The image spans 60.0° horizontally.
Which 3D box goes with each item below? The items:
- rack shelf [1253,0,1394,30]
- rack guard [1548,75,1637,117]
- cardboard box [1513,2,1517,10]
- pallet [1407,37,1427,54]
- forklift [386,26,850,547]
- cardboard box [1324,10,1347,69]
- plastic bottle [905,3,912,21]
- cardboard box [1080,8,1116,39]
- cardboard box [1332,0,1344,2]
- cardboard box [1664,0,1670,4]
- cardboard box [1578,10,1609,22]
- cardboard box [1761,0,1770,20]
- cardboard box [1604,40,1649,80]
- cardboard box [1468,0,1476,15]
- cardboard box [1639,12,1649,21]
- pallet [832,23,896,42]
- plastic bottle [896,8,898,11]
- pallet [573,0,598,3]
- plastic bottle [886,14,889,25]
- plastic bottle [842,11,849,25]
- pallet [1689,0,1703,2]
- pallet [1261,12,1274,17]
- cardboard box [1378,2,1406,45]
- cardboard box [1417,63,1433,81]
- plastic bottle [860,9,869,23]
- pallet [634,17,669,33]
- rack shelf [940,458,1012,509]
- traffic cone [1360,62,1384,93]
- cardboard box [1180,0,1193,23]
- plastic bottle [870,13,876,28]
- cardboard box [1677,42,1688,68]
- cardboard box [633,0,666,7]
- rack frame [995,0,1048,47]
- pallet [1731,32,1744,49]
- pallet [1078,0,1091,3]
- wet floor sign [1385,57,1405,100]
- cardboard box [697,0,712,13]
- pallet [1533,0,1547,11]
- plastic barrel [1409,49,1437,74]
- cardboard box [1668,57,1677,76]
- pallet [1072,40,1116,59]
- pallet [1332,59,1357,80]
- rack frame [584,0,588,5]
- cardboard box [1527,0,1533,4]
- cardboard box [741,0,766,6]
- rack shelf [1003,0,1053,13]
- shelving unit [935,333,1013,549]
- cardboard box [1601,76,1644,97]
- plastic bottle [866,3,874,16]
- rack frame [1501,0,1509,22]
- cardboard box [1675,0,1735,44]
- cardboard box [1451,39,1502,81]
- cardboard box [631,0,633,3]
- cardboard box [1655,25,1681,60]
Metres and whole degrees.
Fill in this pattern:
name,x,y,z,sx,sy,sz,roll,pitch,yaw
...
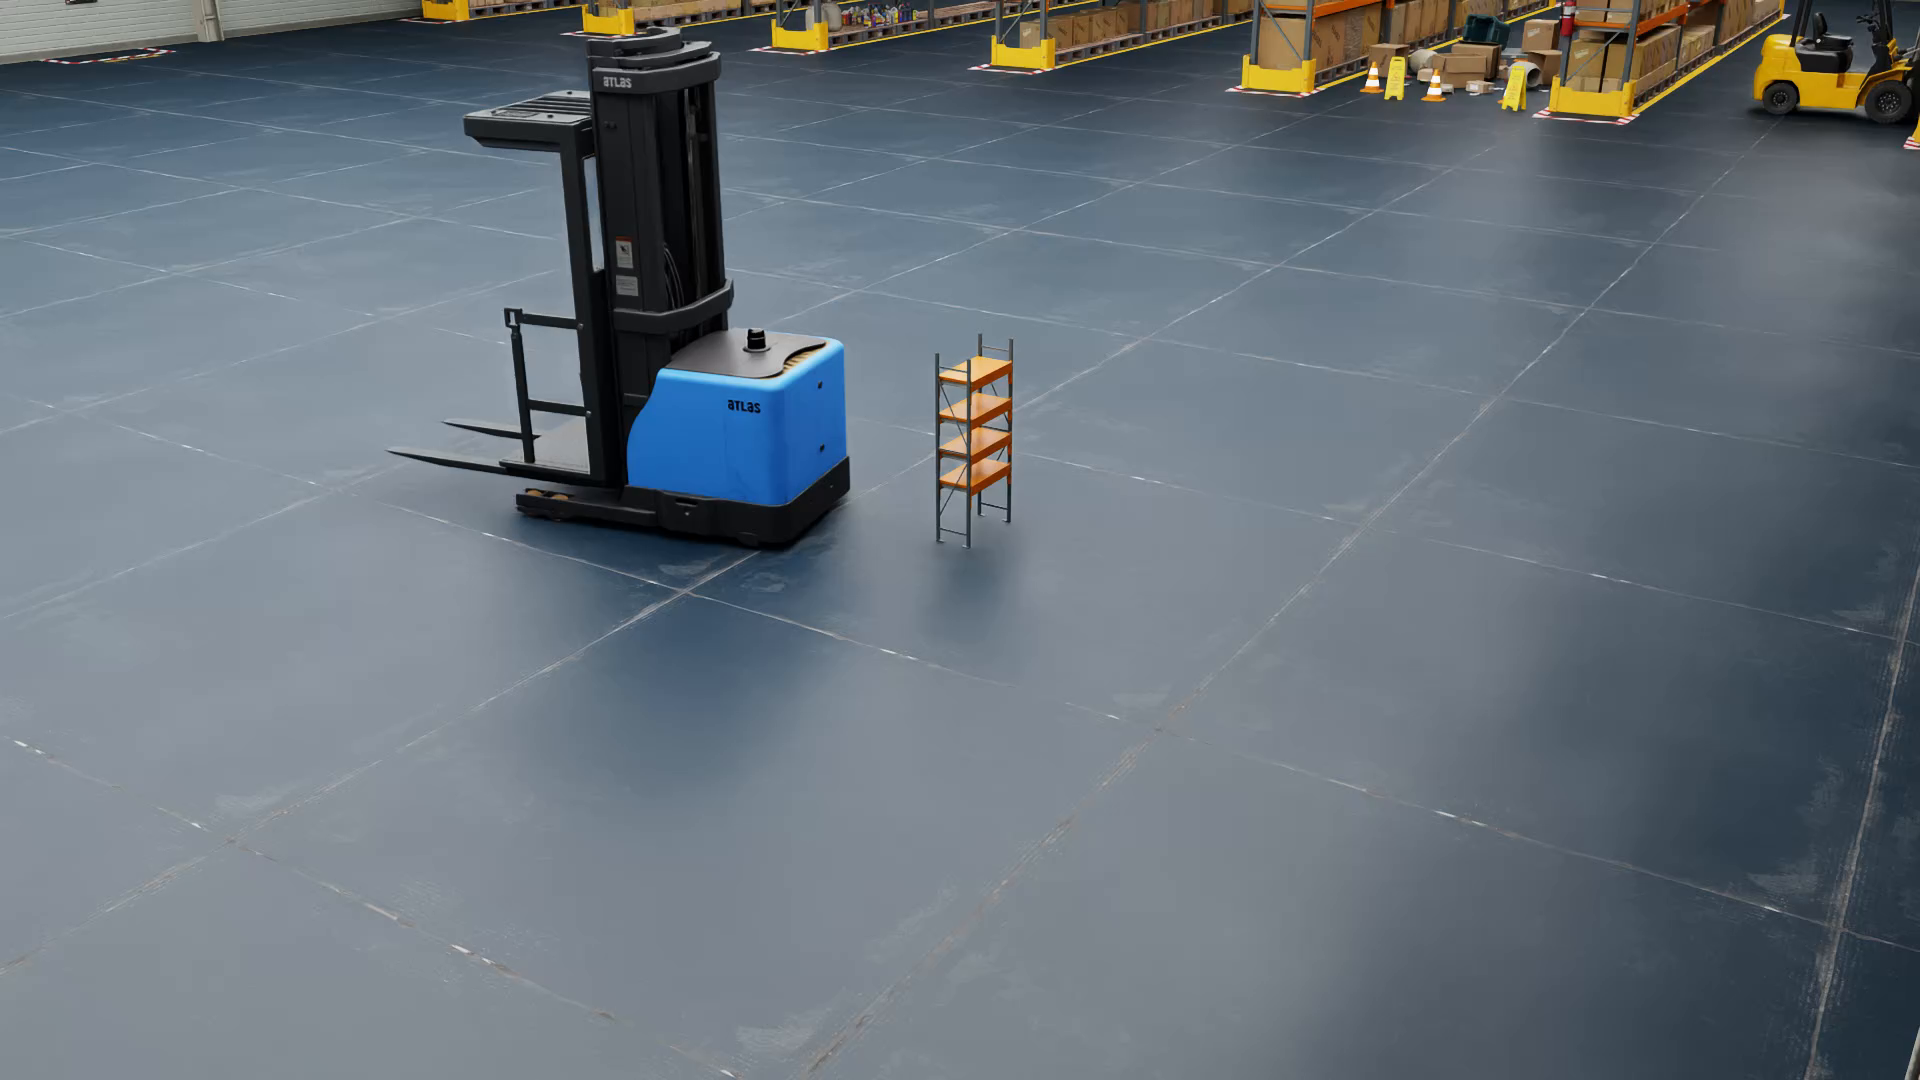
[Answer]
name,x,y,z,sx,sy,sz,roll,pitch,yaw
rack shelf,6.309,-9.183,28.593,1.077,0.370,4.000,14,27,29
rack guard,9.553,-6.714,25.129,1.175,0.500,0.348,14,27,29
cardboard box,12.190,-11.918,37.065,0.380,0.149,0.250,15,27,30
pallet,8.350,-9.598,32.156,1.003,0.211,1.213,14,27,29
forklift,-2.287,-1.652,10.377,3.031,2.935,1.130,8,25,19
cardboard box,6.018,-8.596,28.477,0.875,0.875,0.875,13,27,28
plastic bottle,-1.099,-11.008,34.684,0.144,0.351,0.185,13,27,28
cardboard box,2.663,-9.986,32.159,0.500,0.500,0.500,-18,29,-36
cardboard box,6.085,-9.395,27.987,0.875,0.550,0.550,14,27,29
cardboard box,10.798,-8.640,25.933,0.500,0.500,0.500,13,27,28
cardboard box,9.529,-7.891,25.018,0.380,0.149,0.250,15,28,31
cardboard box,16.737,-11.394,35.490,0.875,0.438,0.875,13,27,27
cardboard box,10.186,-7.333,25.401,0.500,0.500,0.500,13,27,27
cardboard box,10.326,-10.940,34.362,0.500,0.500,0.500,14,27,30
cardboard box,10.198,-7.952,25.159,0.380,0.149,0.250,13,27,27
pallet,-2.036,-10.389,33.982,1.003,0.211,1.213,14,27,29
plastic bottle,-1.339,-10.932,34.601,0.152,0.276,0.135,14,27,29
pallet,-9.011,-13.359,40.844,1.003,0.211,1.213,14,27,29
plastic bottle,-1.499,-10.666,34.082,0.097,0.201,0.097,0,23,0
plastic bottle,-2.361,-10.693,34.049,0.152,0.276,0.135,14,27,29
pallet,12.150,-9.325,28.255,1.003,0.211,1.213,14,27,29
pallet,6.438,-11.993,37.687,1.003,0.211,1.213,14,27,29
cardboard box,7.615,-9.577,30.900,1.050,0.750,0.750,14,27,29
cardboard box,8.022,-7.968,28.321,0.396,0.266,0.258,20,30,38
plastic bottle,-1.967,-10.837,34.381,0.152,0.276,0.135,14,27,29
pallet,-6.952,-10.976,35.339,1.003,0.211,1.213,14,27,29
rack shelf,0.087,-0.363,10.246,0.258,0.148,0.480,14,27,29
traffic cone,6.741,-7.556,27.121,0.336,0.463,0.334,14,27,29
cardboard box,4.402,-11.054,34.601,0.700,0.500,0.500,16,28,33
plastic bottle,-1.758,-10.524,33.651,0.061,0.283,0.133,14,27,30
cardboard box,11.898,-8.350,28.540,0.950,0.372,0.625,14,27,30
cardboard box,-6.586,-11.568,35.184,0.500,0.500,0.500,14,27,29
rack frame,1.094,-9.912,29.370,1.000,3.000,0.127,14,27,29
pallet,14.857,-9.916,32.890,1.003,0.211,1.213,14,27,29
pallet,2.774,-13.469,41.096,1.003,0.211,1.213,14,27,29
wet floor sign,6.921,-7.333,26.377,0.267,0.644,0.232,9,25,20
cardboard box,-5.792,-11.729,36.501,0.500,0.250,0.500,14,27,29
pallet,13.196,-12.666,39.243,1.003,0.211,1.213,14,27,29
plastic barrel,8.069,-8.302,28.894,0.421,0.421,0.512,-7,24,-17
cardboard box,11.540,-7.860,27.563,0.500,0.250,0.500,15,28,31
pallet,2.237,-9.335,31.547,1.003,0.211,1.213,14,27,29
pallet,6.254,-8.255,29.053,1.003,0.211,1.213,14,27,29
rack frame,-9.421,-14.376,39.682,1.000,3.000,0.127,14,27,29
cardboard box,12.970,-12.449,38.291,0.380,0.149,0.250,14,27,30
cardboard box,-4.787,-12.354,37.945,0.500,0.250,0.500,13,27,28
rack shelf,2.149,-10.257,31.073,1.077,0.370,4.000,14,27,29
shelving unit,0.087,-0.606,10.141,0.258,1.200,0.503,14,27,29
cardboard box,10.174,-6.980,25.531,0.500,0.250,0.500,14,27,29
plastic bottle,-1.882,-11.037,34.750,0.144,0.351,0.185,13,26,27
rack frame,11.584,-12.888,36.246,1.000,3.000,0.127,14,27,29
cardboard box,14.168,-9.969,31.647,0.875,0.875,0.875,14,27,28
cardboard box,8.775,-8.193,28.370,0.797,0.637,0.503,14,27,29
cardboard box,-6.775,-11.848,35.831,0.500,0.500,0.500,14,27,29
cardboard box,11.539,-8.204,27.414,0.500,0.500,0.500,13,27,28
